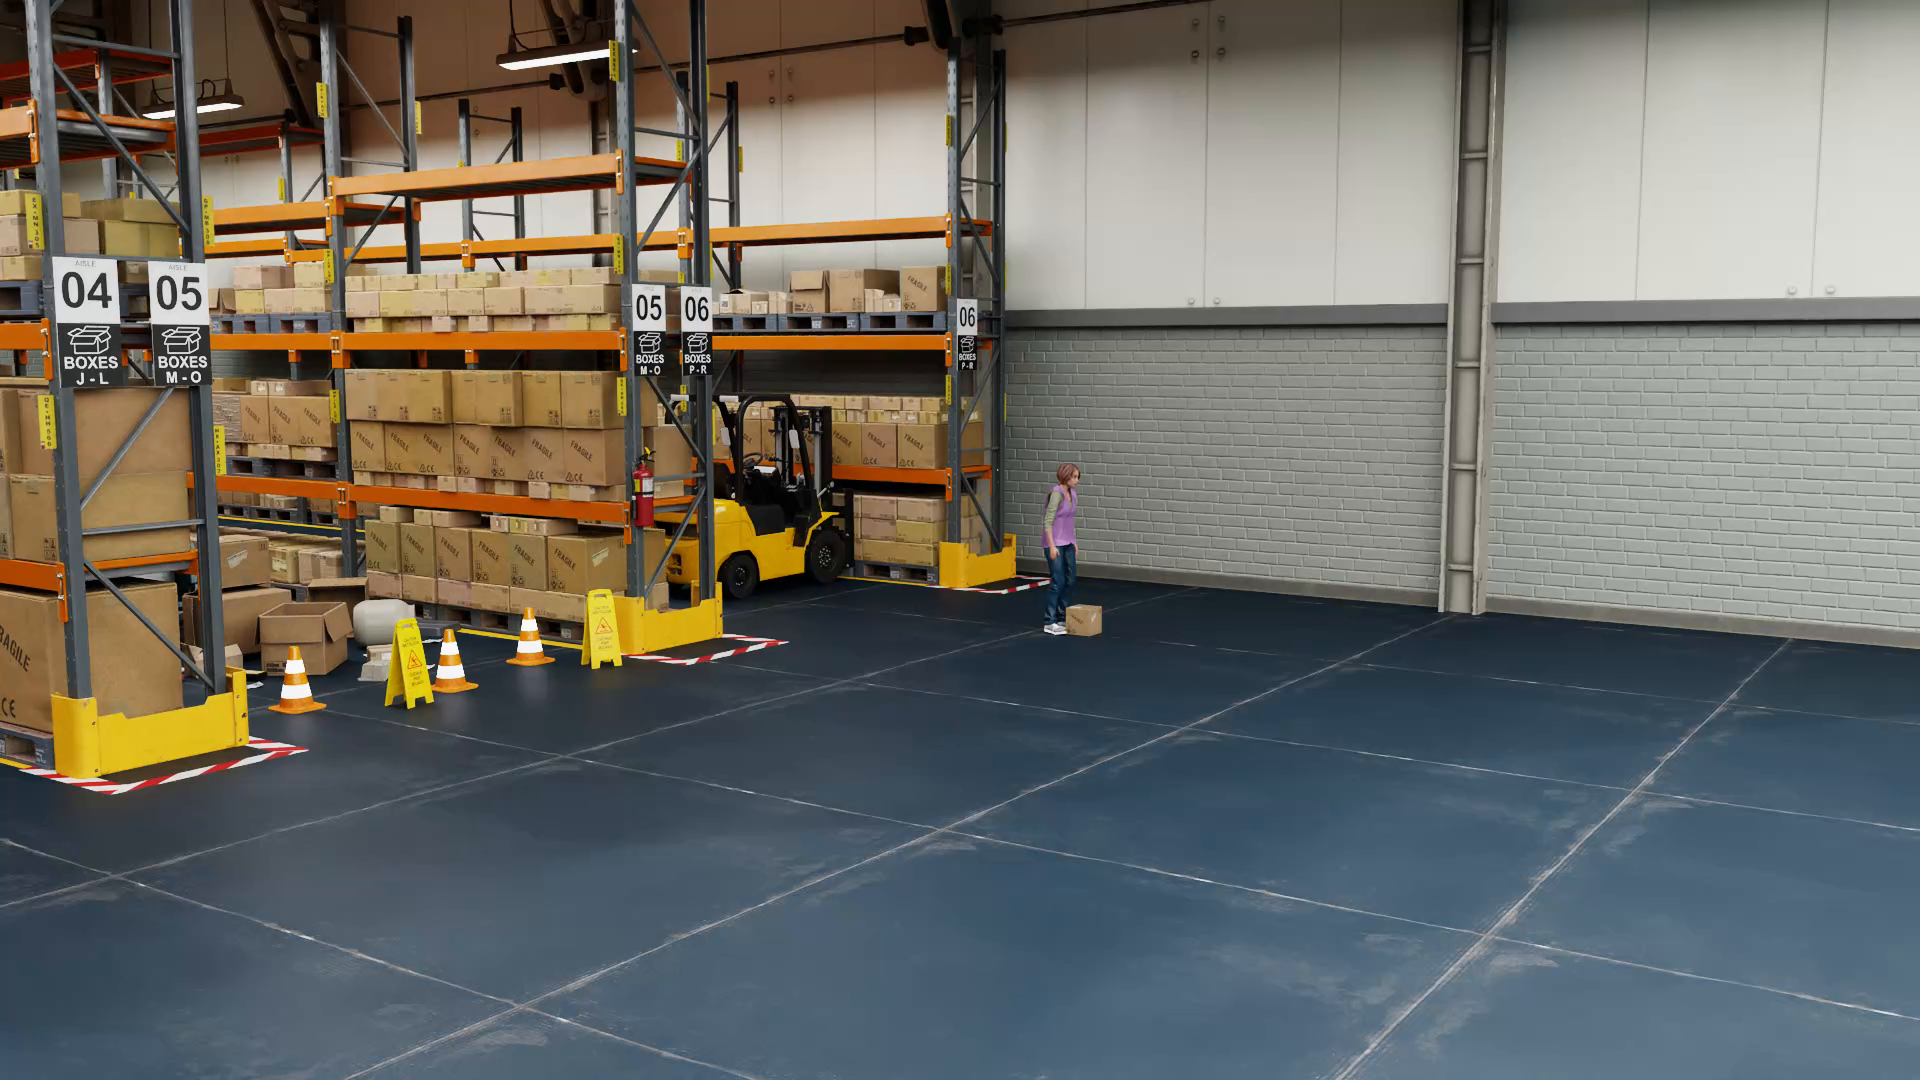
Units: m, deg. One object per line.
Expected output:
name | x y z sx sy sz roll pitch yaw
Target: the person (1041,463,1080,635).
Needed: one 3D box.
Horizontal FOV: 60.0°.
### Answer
person | 0.949 0.070 15.588 0.346 1.592 0.450 4 8 34
